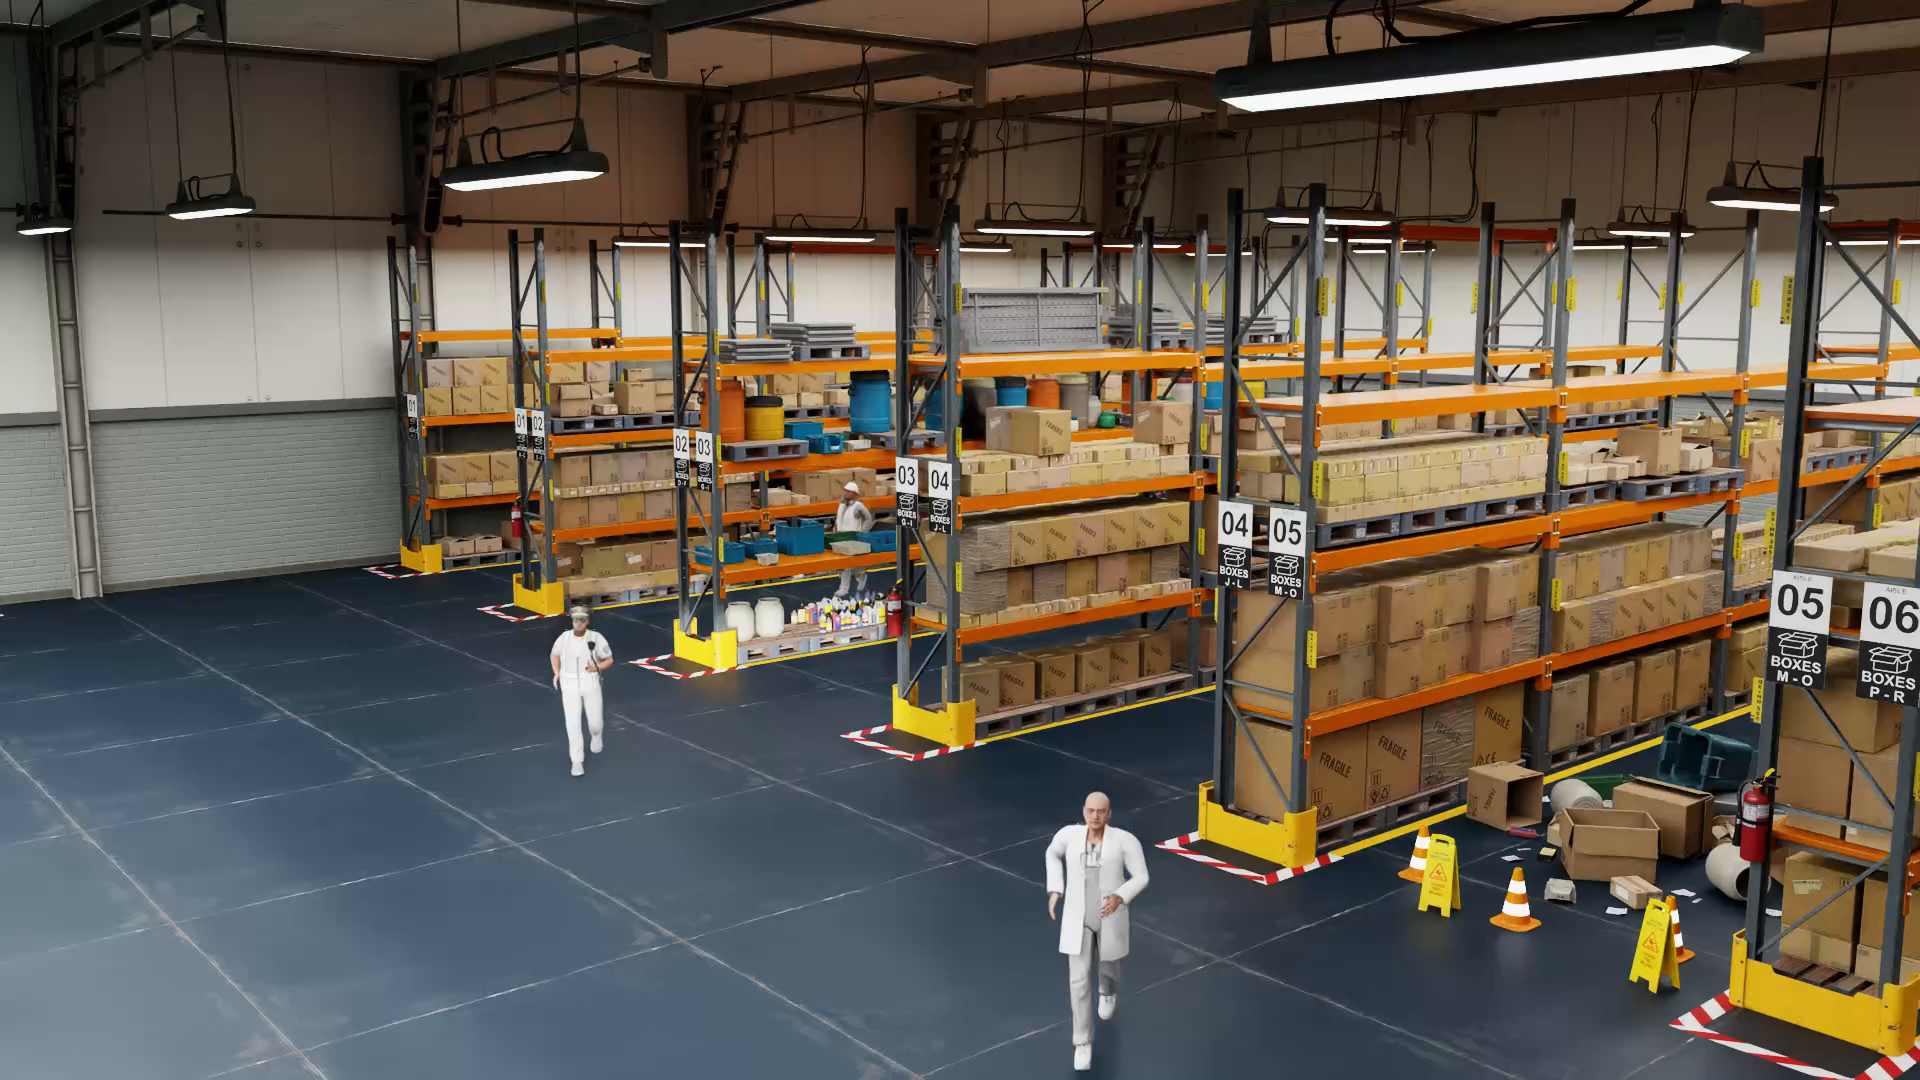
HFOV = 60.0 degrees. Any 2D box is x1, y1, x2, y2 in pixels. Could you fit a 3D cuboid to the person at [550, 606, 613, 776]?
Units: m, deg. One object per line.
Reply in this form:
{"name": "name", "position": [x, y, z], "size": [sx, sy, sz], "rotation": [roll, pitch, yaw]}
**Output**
{"name": "person", "position": [-4.055, 1.564, 17.834], "size": [0.675, 1.754, 0.920], "rotation": [-1, 9, -8]}

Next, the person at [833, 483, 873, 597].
{"name": "person", "position": [-1.727, -0.022, 26.336], "size": [0.665, 1.786, 0.765], "rotation": [9, 12, 44]}

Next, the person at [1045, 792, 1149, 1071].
{"name": "person", "position": [0.914, 2.559, 11.267], "size": [0.728, 1.761, 1.034], "rotation": [2, 9, 10]}
